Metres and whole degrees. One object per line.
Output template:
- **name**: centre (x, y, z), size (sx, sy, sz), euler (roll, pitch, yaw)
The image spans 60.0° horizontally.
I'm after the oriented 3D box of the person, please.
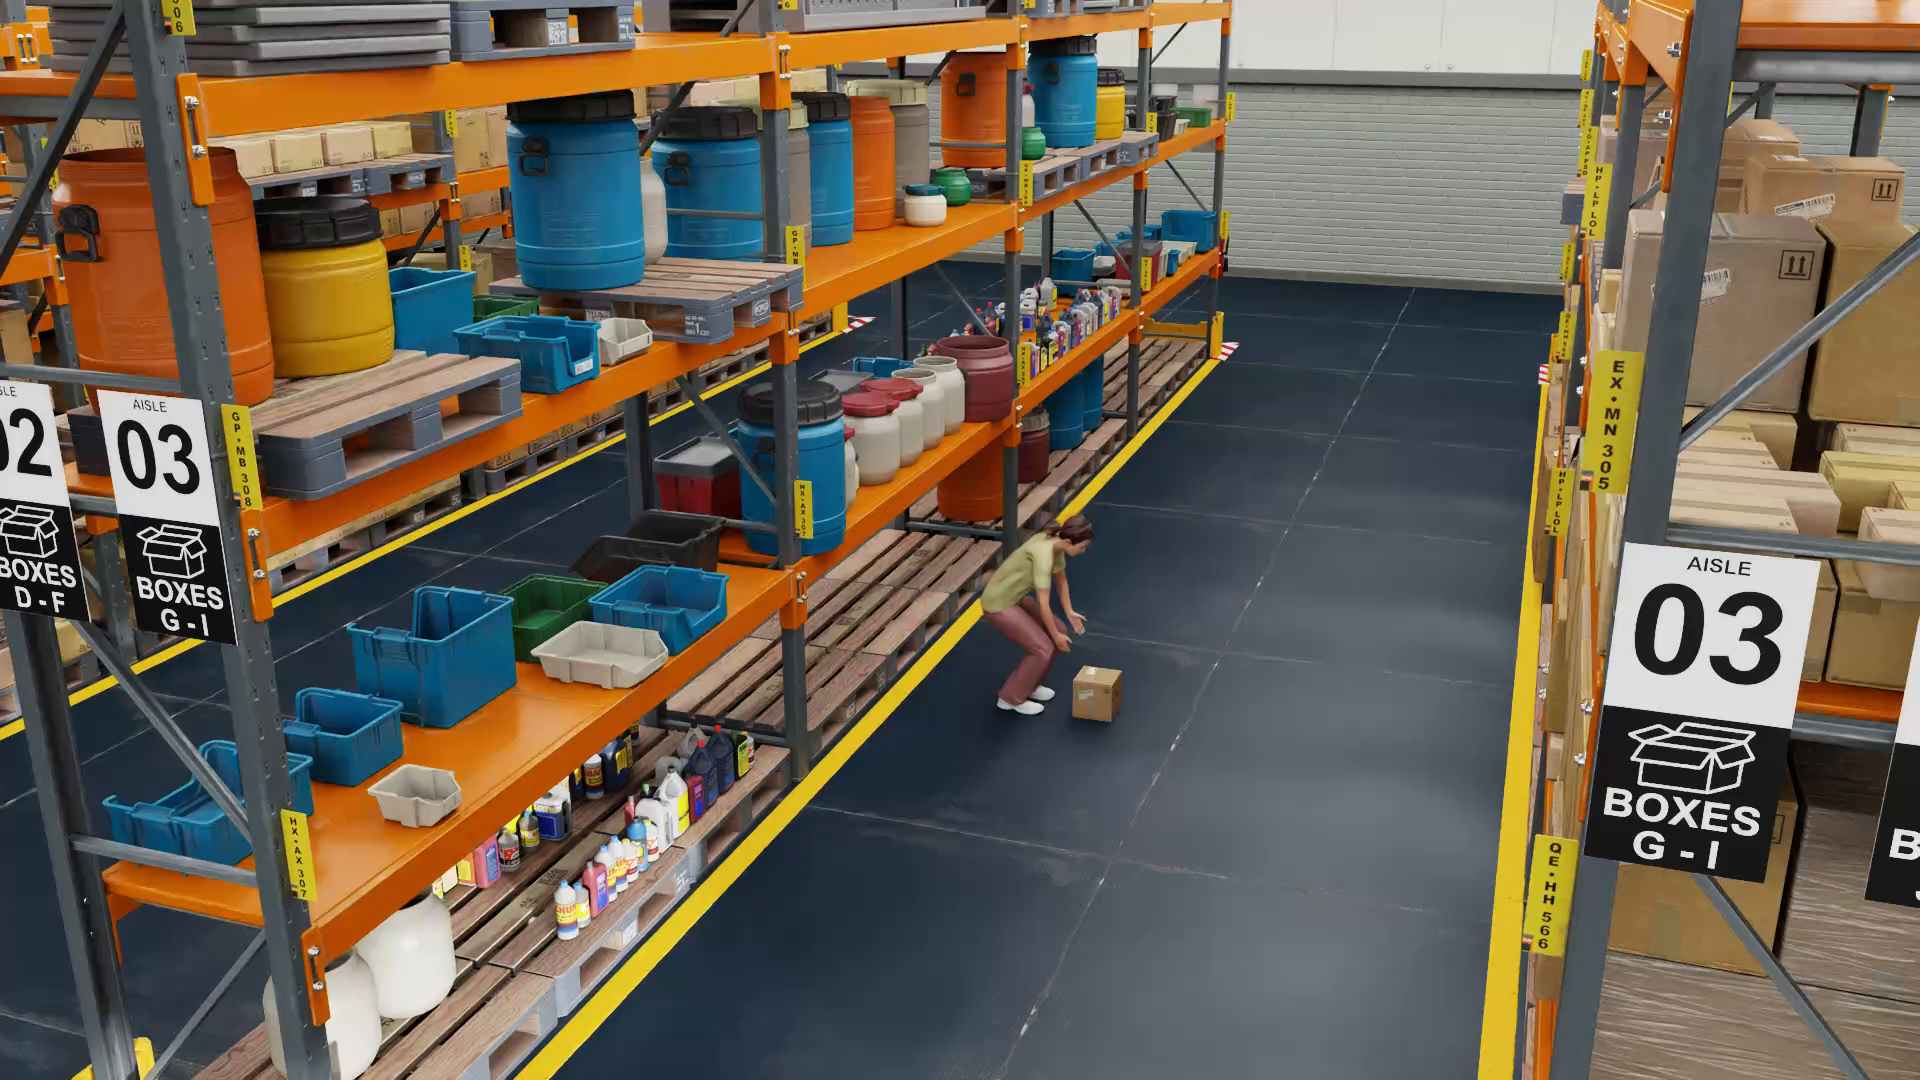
- **person**: centre (0.488, 0.432, 10.419), size (0.695, 1.275, 0.511), euler (6, 20, 18)
